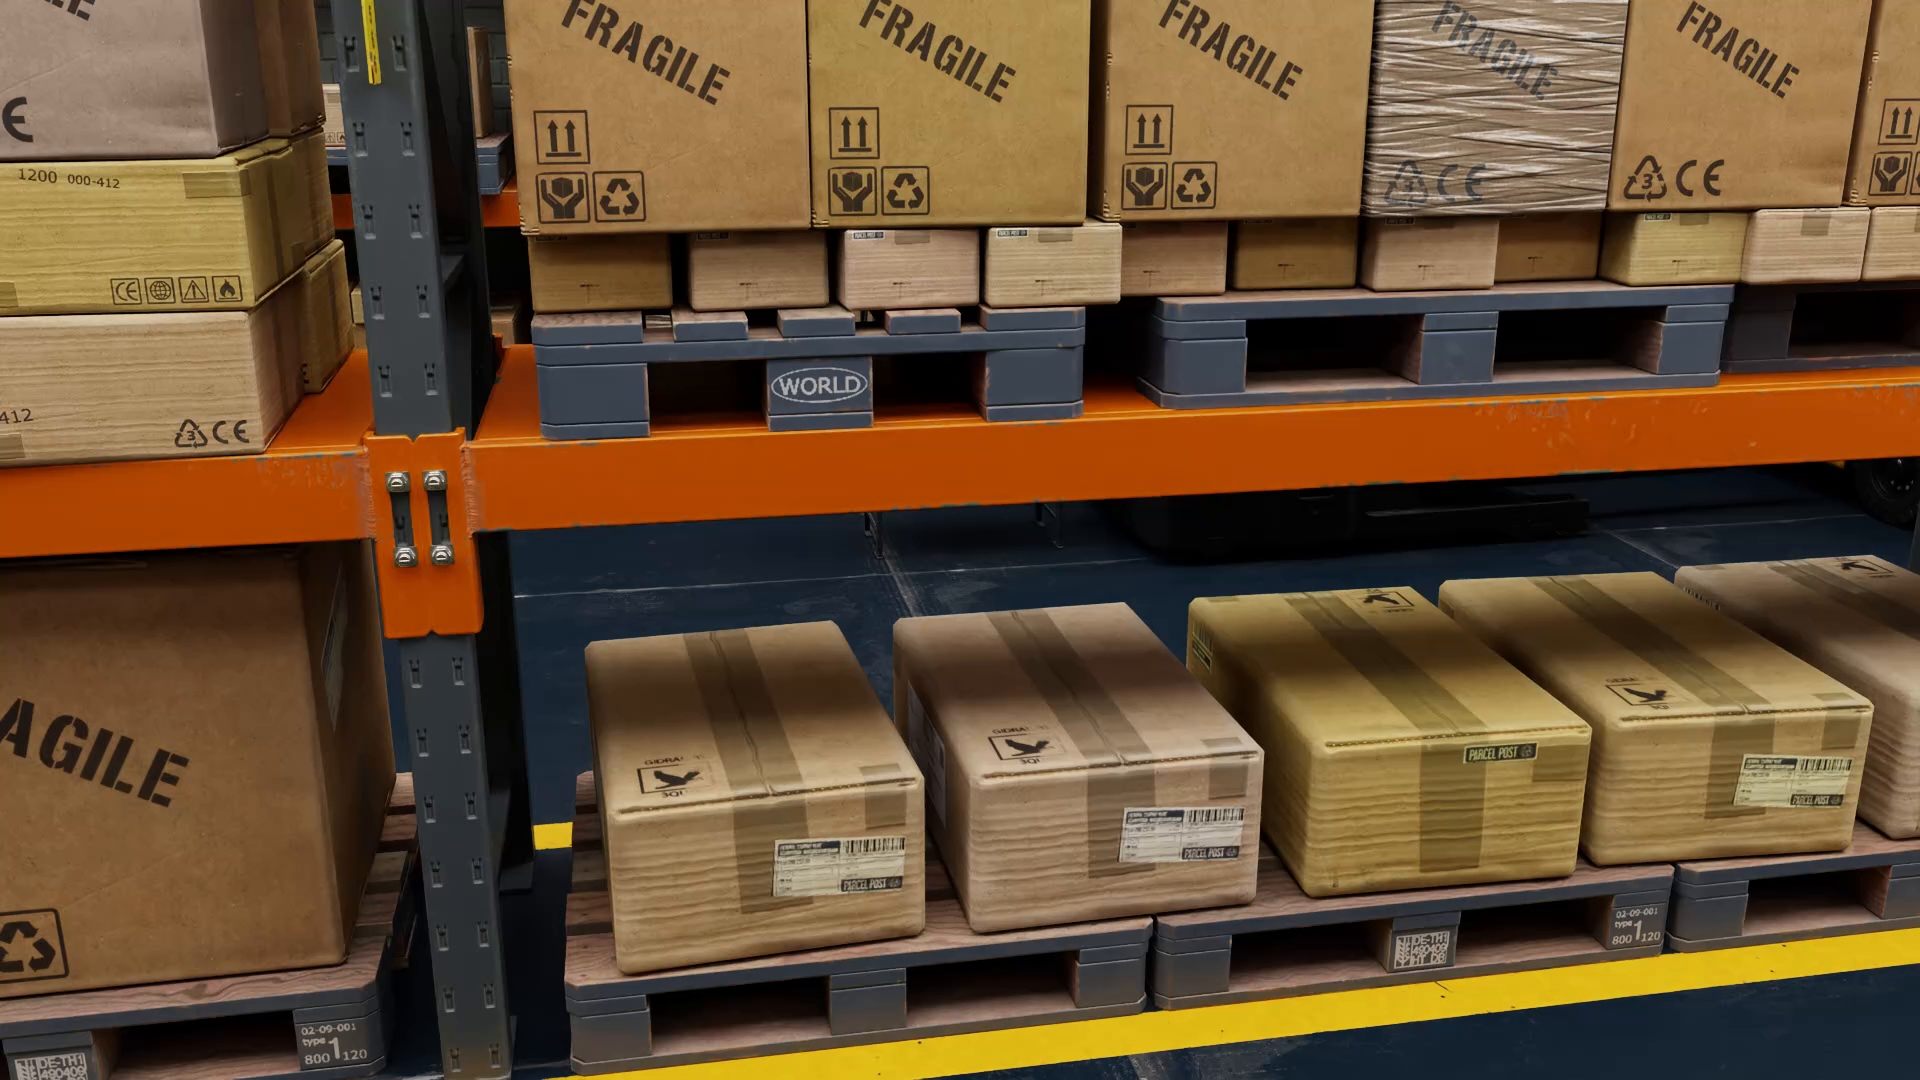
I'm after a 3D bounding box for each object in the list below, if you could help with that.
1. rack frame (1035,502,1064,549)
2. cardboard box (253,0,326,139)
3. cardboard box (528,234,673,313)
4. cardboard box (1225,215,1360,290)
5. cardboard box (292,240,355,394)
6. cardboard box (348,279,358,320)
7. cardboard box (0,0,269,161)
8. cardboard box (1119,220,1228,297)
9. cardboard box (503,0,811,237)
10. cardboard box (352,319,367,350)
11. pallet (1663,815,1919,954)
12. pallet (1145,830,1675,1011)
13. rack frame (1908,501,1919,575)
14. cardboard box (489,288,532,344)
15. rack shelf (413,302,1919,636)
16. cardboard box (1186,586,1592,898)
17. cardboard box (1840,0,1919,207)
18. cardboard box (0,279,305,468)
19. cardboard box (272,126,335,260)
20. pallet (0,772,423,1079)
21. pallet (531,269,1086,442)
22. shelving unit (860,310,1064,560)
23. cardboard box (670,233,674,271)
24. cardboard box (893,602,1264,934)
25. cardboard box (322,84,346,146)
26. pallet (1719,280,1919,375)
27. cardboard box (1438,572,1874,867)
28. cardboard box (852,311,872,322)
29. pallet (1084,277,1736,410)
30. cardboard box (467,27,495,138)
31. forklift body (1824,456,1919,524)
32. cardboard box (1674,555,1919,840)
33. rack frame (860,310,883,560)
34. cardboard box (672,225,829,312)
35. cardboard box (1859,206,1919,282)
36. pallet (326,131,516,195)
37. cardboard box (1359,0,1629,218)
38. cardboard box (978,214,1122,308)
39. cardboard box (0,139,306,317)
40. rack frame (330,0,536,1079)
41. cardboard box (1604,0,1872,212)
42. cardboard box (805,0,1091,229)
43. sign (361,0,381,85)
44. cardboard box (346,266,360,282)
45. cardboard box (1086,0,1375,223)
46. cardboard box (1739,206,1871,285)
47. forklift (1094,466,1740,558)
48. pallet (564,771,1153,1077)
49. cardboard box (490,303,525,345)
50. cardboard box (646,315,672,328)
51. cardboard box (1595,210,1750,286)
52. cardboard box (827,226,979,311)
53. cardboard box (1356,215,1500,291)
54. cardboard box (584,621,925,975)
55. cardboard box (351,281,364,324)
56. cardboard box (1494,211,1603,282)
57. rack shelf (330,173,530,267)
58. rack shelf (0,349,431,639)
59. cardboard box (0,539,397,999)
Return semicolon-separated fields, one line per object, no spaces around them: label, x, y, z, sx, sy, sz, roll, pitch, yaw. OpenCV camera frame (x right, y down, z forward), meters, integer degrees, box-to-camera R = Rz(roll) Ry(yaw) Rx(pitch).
rack frame;0.366;-0.738;6.659;0.023;1.500;0.400;-3;17;-10
cardboard box;-1.578;-1.064;3.294;0.500;0.500;0.500;-4;17;-12
cardboard box;-0.693;-0.540;3.175;0.250;0.149;0.380;-4;18;-14
cardboard box;0.634;-0.621;3.436;0.250;0.149;0.380;-3;17;-8
cardboard box;-1.576;-0.469;3.484;0.500;0.250;0.500;-4;17;-11
cardboard box;-2.959;-1.115;7.771;0.250;0.149;0.380;-4;17;-12
cardboard box;-1.506;-0.917;2.814;0.500;0.500;0.500;-4;17;-12
cardboard box;0.364;-0.594;3.348;0.250;0.149;0.380;-2;17;-7
cardboard box;-0.562;-0.844;3.059;0.500;0.500;0.500;-4;17;-12
cardboard box;-2.861;-0.821;7.919;0.500;0.500;0.500;-4;17;-11
pallet;2.116;0.659;4.307;1.213;0.211;1.003;-3;17;-10
pallet;0.915;0.728;4.083;1.213;0.211;1.003;-3;17;-10
rack frame;2.880;-0.718;4.040;0.127;3.000;1.000;-3;17;-10
cardboard box;-2.460;-0.989;8.465;0.500;0.500;0.500;-3;17;-8
rack shelf;0.916;-0.263;3.783;4.000;0.370;1.077;-3;17;-10
cardboard box;0.978;0.448;4.006;0.625;0.372;0.950;-3;17;-9
cardboard box;1.983;-0.989;3.530;0.500;0.500;0.500;-3;17;-10
cardboard box;-1.495;-0.320;3.002;0.500;0.250;0.500;-4;17;-12
cardboard box;-1.592;-0.705;3.404;0.500;0.250;0.500;-3;17;-11
pallet;-1.836;0.860;3.652;1.213;0.211;1.003;-3;17;-10
pallet;-0.368;-0.474;3.572;1.003;0.211;1.213;-3;17;-10
shelving unit;0.007;-0.717;6.593;0.755;1.500;0.431;-3;17;-10
cardboard box;-0.521;-0.698;3.687;0.250;0.149;0.380;-3;17;-10
cardboard box;0.232;0.488;3.874;0.625;0.372;0.950;-4;17;-12
cardboard box;-2.967;-1.903;7.438;0.500;0.250;0.500;-4;18;-13
pallet;2.102;-0.626;4.067;1.213;0.211;1.003;-3;17;-10
cardboard box;1.660;0.408;4.134;0.625;0.372;0.950;-2;17;-7
cardboard box;-0.738;-1.061;8.486;0.625;0.625;0.875;-3;17;-9
pallet;0.888;-0.526;3.741;1.213;0.211;1.003;-3;17;-10
cardboard box;-2.528;-2.191;7.950;0.500;0.500;0.500;-2;17;-8
forklift body;4.346;-1.334;7.492;1.214;2.155;2.313;-3;17;-10
cardboard box;2.365;0.367;4.267;0.625;0.372;0.950;-3;17;-10
rack frame;-0.353;-0.697;6.526;0.023;1.500;0.400;-3;17;-10
cardboard box;-0.409;-0.546;3.194;0.250;0.149;0.380;-4;18;-14
cardboard box;1.918;-0.656;3.552;0.250;0.149;0.380;-4;17;-11
pallet;-2.645;-1.776;7.812;1.003;0.211;1.213;-3;17;-10
cardboard box;0.961;-0.932;3.347;0.500;0.500;0.500;-4;18;-13
cardboard box;0.142;-0.558;3.231;0.250;0.149;0.380;-3;17;-10
cardboard box;-1.475;-0.562;2.937;0.500;0.250;0.500;-3;17;-11
rack frame;-1.048;-0.495;3.315;0.127;3.000;1.000;-3;17;-10
cardboard box;1.475;-0.962;3.442;0.500;0.500;0.500;-3;17;-9
cardboard box;-0.052;-0.875;3.161;0.500;0.500;0.500;-2;17;-8
sign;-0.939;-0.889;2.625;0.005;0.325;0.100;-3;17;-10
cardboard box;-3.059;-1.259;8.238;0.250;0.149;0.380;-3;17;-10
cardboard box;0.469;-0.907;3.263;0.500;0.500;0.500;-3;17;-10
cardboard box;1.669;-0.641;3.502;0.250;0.149;0.380;-3;17;-10
forklift;2.099;-1.545;6.850;3.031;2.935;1.130;-4;18;-14
pallet;-0.280;0.795;3.865;1.213;0.211;1.003;-3;17;-10
cardboard box;-2.367;-0.846;8.000;0.500;0.500;0.500;-3;17;-9
cardboard box;-1.378;-1.022;8.360;0.625;0.625;0.875;-3;17;-9
cardboard box;1.423;-0.638;3.492;0.250;0.149;0.380;-3;17;-10
cardboard box;-0.132;-0.548;3.201;0.250;0.149;0.380;-4;18;-14
cardboard box;0.903;-0.616;3.422;0.250;0.149;0.380;-3;17;-9
cardboard box;-0.491;0.532;3.732;0.625;0.372;0.950;-4;18;-14
cardboard box;-2.692;-1.117;7.777;0.250;0.149;0.380;-4;18;-13
cardboard box;1.144;-0.653;3.540;0.250;0.149;0.380;-4;17;-12
rack shelf;-3.957;-1.471;7.716;4.000;0.370;1.077;-3;17;-10
rack shelf;-3.011;-0.040;3.058;4.000;0.370;1.077;-3;17;-10
cardboard box;-1.742;0.334;3.518;0.875;0.875;0.875;-3;17;-11
